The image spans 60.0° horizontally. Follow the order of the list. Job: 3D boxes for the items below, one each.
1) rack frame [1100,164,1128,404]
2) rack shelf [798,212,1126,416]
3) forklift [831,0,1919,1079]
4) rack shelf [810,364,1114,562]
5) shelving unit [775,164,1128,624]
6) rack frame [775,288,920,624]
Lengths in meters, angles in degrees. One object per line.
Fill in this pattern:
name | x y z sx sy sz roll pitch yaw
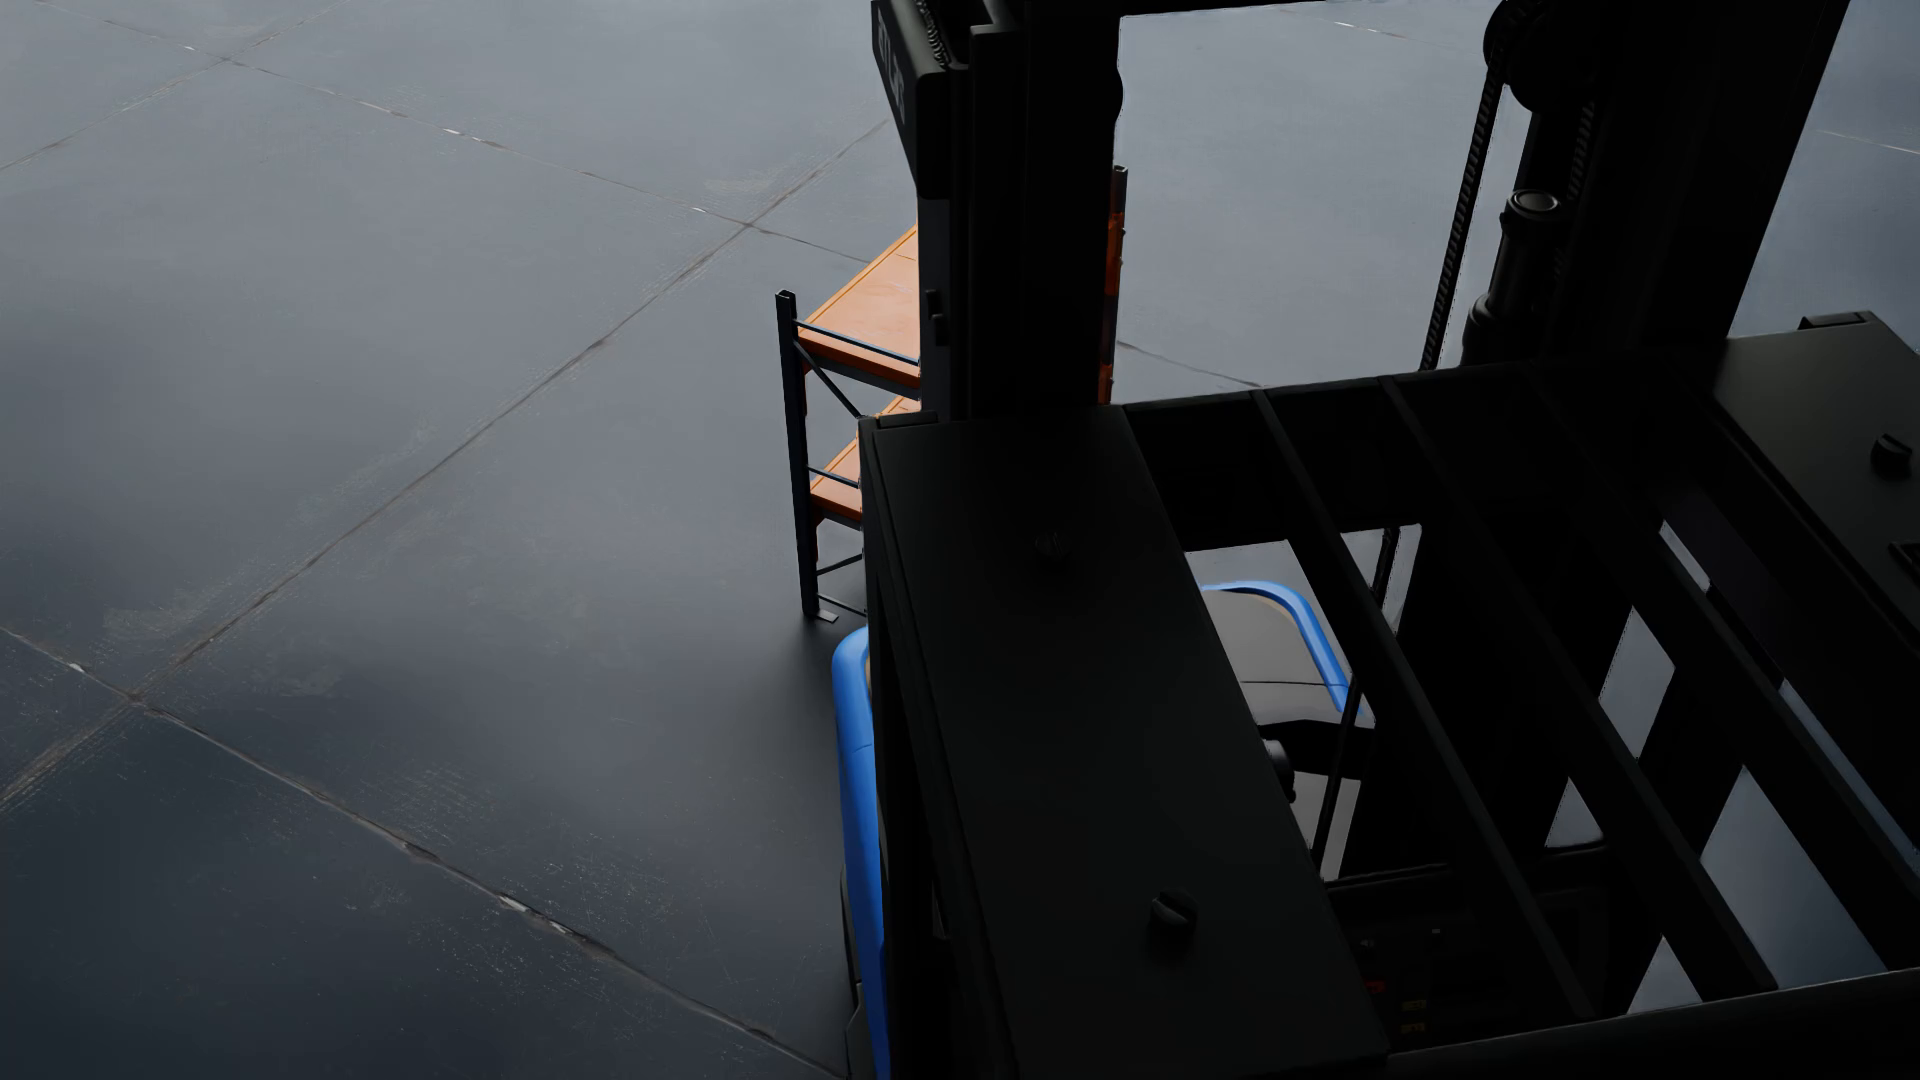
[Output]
rack frame | 0.258 -0.717 5.213 0.500 1.125 0.032 21 45 22
rack shelf | 0.003 -0.646 4.689 0.538 0.278 1.000 21 45 22
forklift | 0.487 0.788 2.138 1.130 2.935 3.031 -7 42 -8
rack shelf | 0.003 -0.243 5.044 0.538 0.278 1.000 21 45 22
shelving unit | 0.003 -0.426 4.883 0.538 1.125 1.048 21 45 22
rack frame | -0.251 -0.135 4.552 0.500 1.125 0.032 21 45 22
